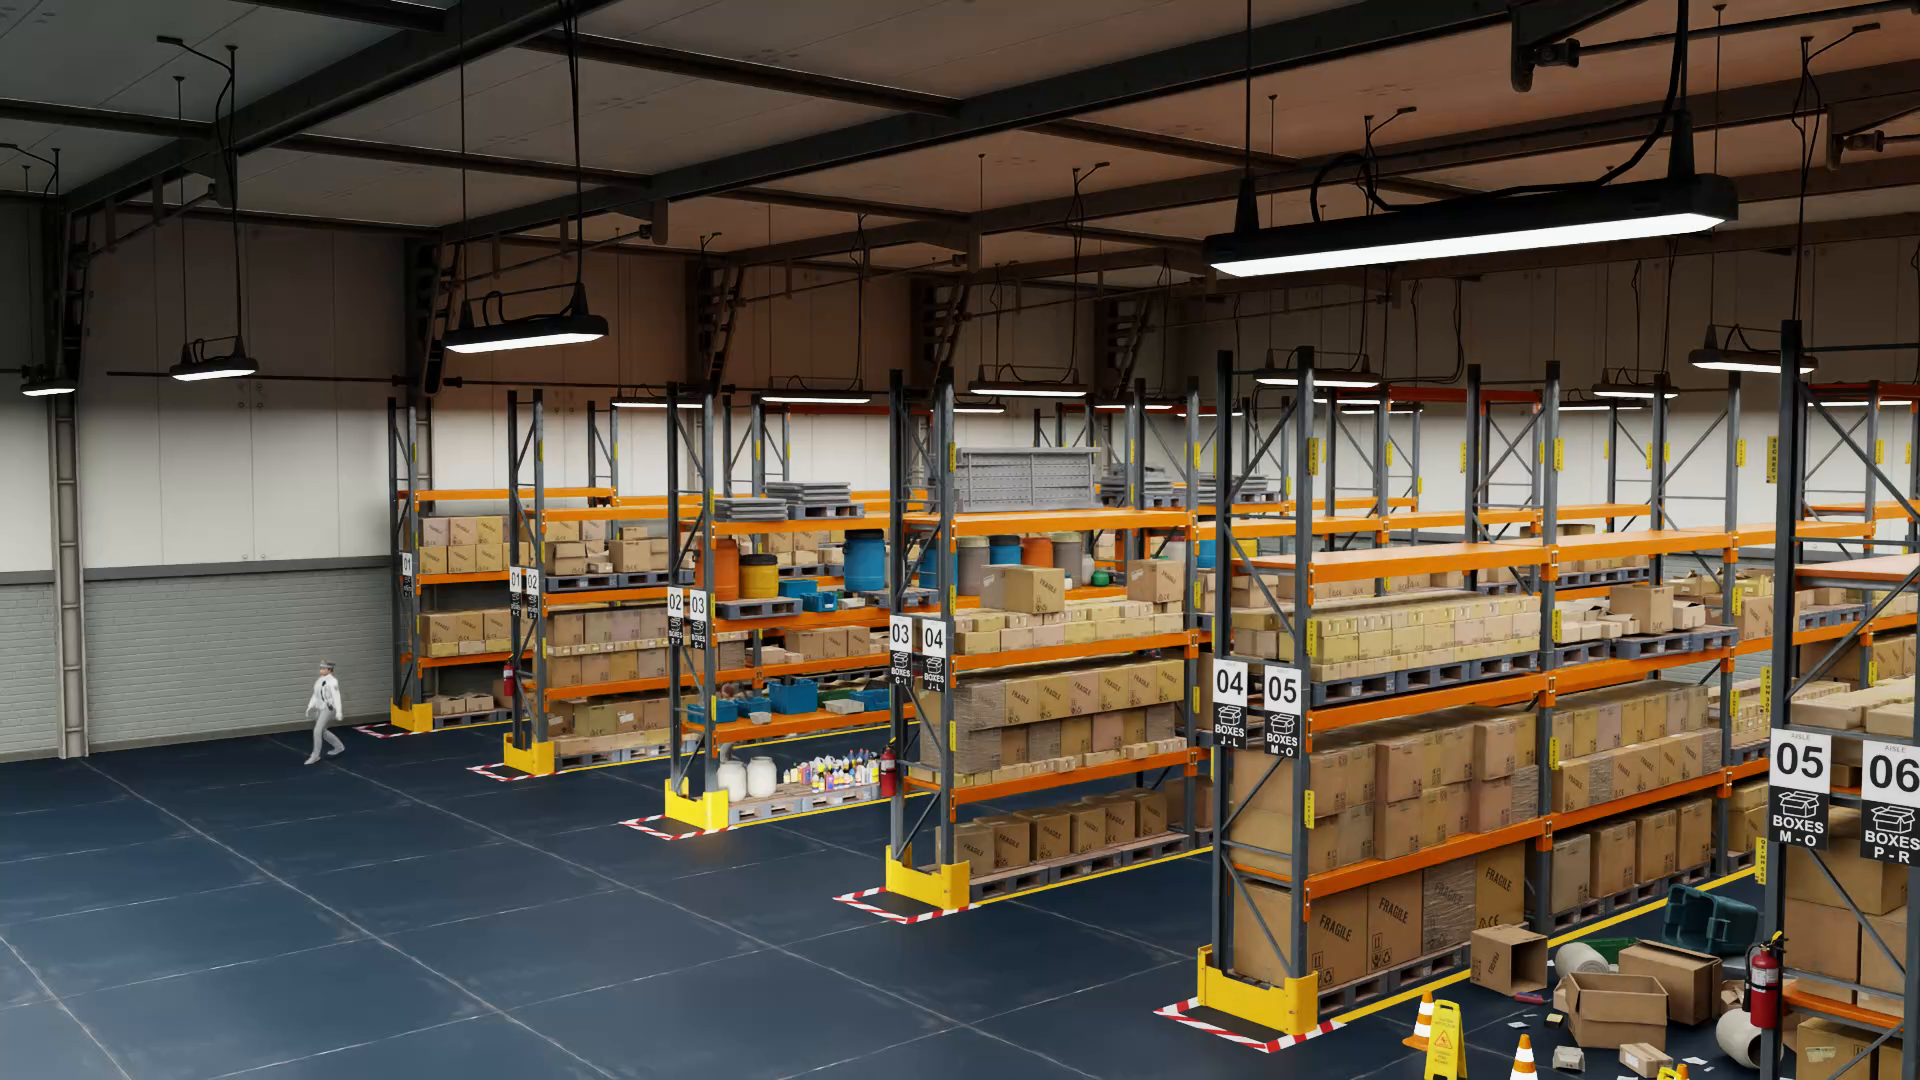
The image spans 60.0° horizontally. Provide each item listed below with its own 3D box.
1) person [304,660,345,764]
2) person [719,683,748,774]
[{"bbox_3d":[-10.317,2.778,27.047,0.569,1.682,0.739,3,4,37],"label":"person"},{"bbox_3d":[-3.453,2.979,25.061,0.733,1.454,0.444,-2,4,-30],"label":"person"}]
